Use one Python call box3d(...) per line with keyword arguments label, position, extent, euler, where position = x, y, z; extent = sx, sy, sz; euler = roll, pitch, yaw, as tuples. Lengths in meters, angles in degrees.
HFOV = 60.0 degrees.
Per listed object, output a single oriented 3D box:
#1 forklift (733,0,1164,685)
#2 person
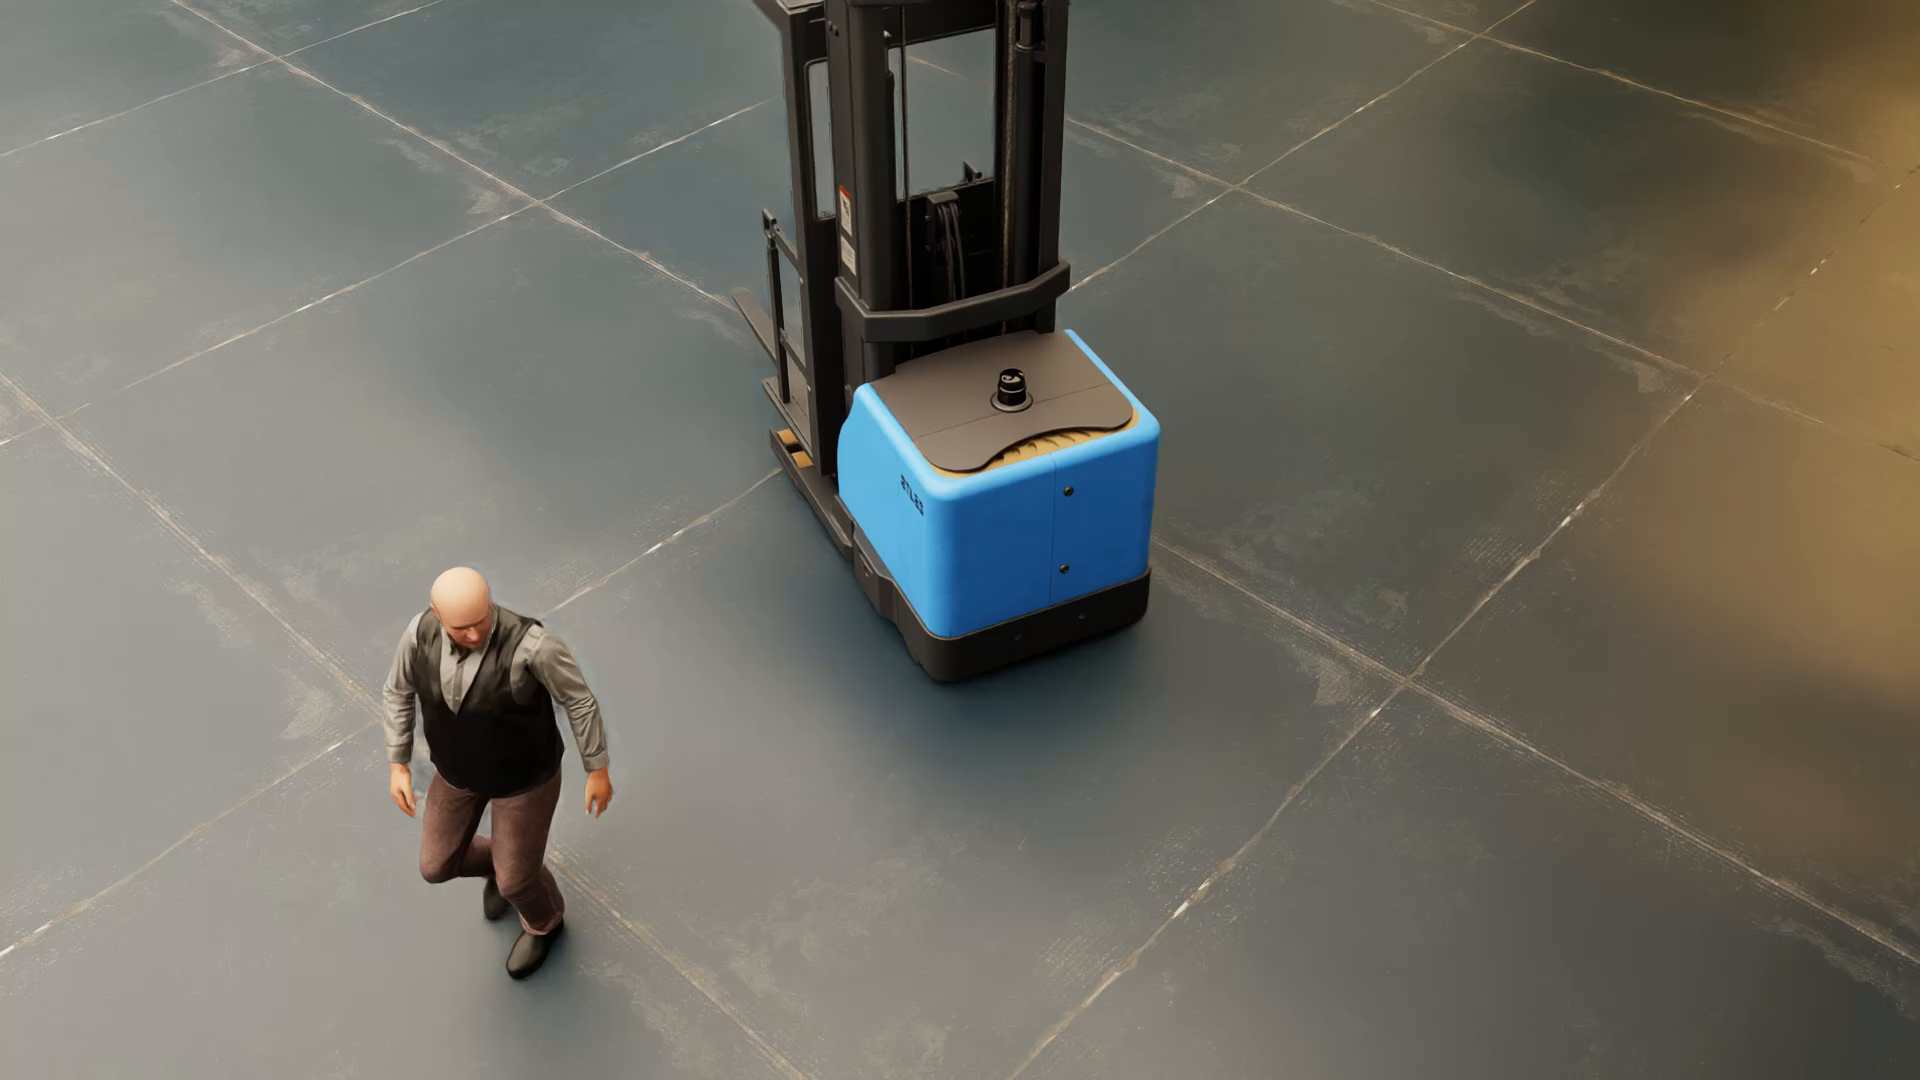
box3d(label="forklift", position=(-0.261, -1.472, 7.144), extent=(1.130, 2.935, 3.031), euler=(-17, 43, -19))
box3d(label="person", position=(-1.562, 0.834, 5.431), extent=(0.843, 1.729, 0.497), euler=(16, 43, 18))
